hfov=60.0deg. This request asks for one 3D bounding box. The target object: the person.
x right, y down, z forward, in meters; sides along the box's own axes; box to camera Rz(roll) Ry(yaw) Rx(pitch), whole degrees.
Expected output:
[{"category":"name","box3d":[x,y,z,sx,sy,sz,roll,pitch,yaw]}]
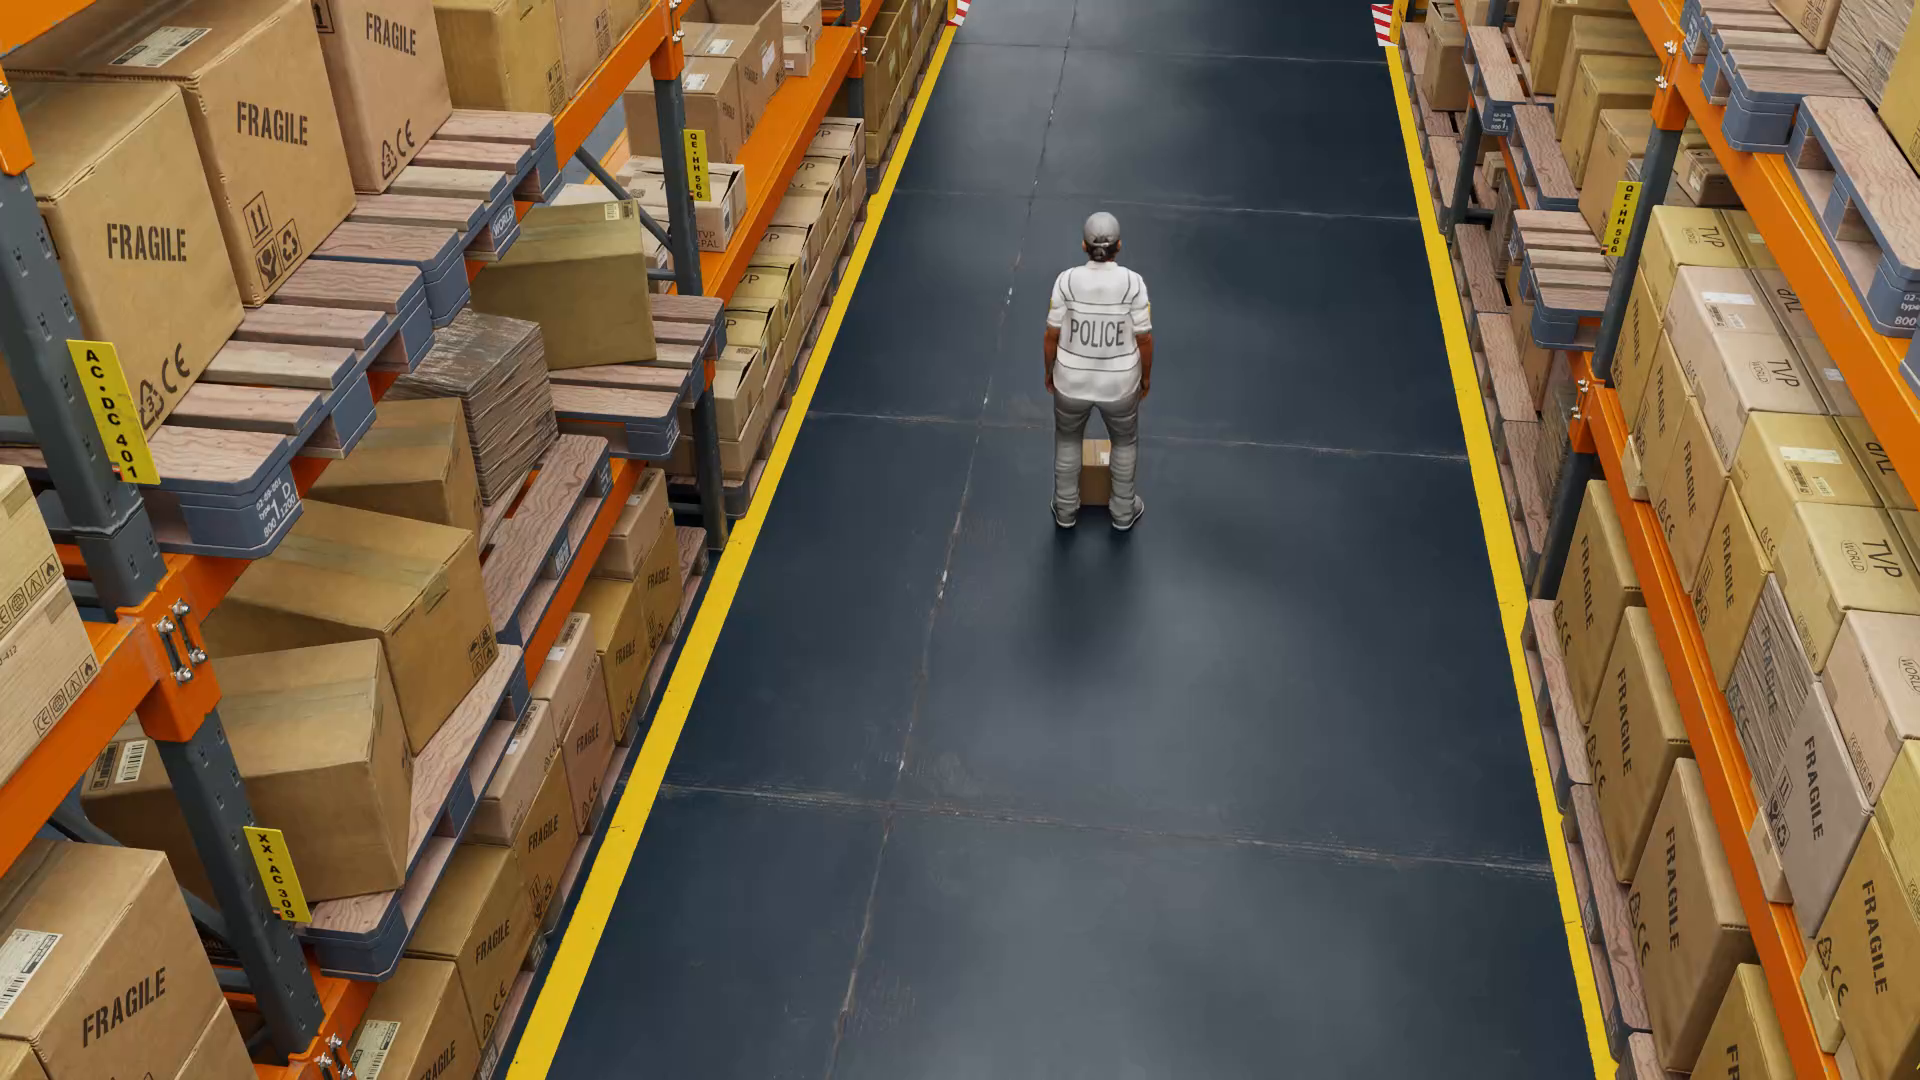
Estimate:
[{"category":"person","box3d":[0.676,-0.795,8.112,0.538,1.666,0.465,5,37,6]}]
